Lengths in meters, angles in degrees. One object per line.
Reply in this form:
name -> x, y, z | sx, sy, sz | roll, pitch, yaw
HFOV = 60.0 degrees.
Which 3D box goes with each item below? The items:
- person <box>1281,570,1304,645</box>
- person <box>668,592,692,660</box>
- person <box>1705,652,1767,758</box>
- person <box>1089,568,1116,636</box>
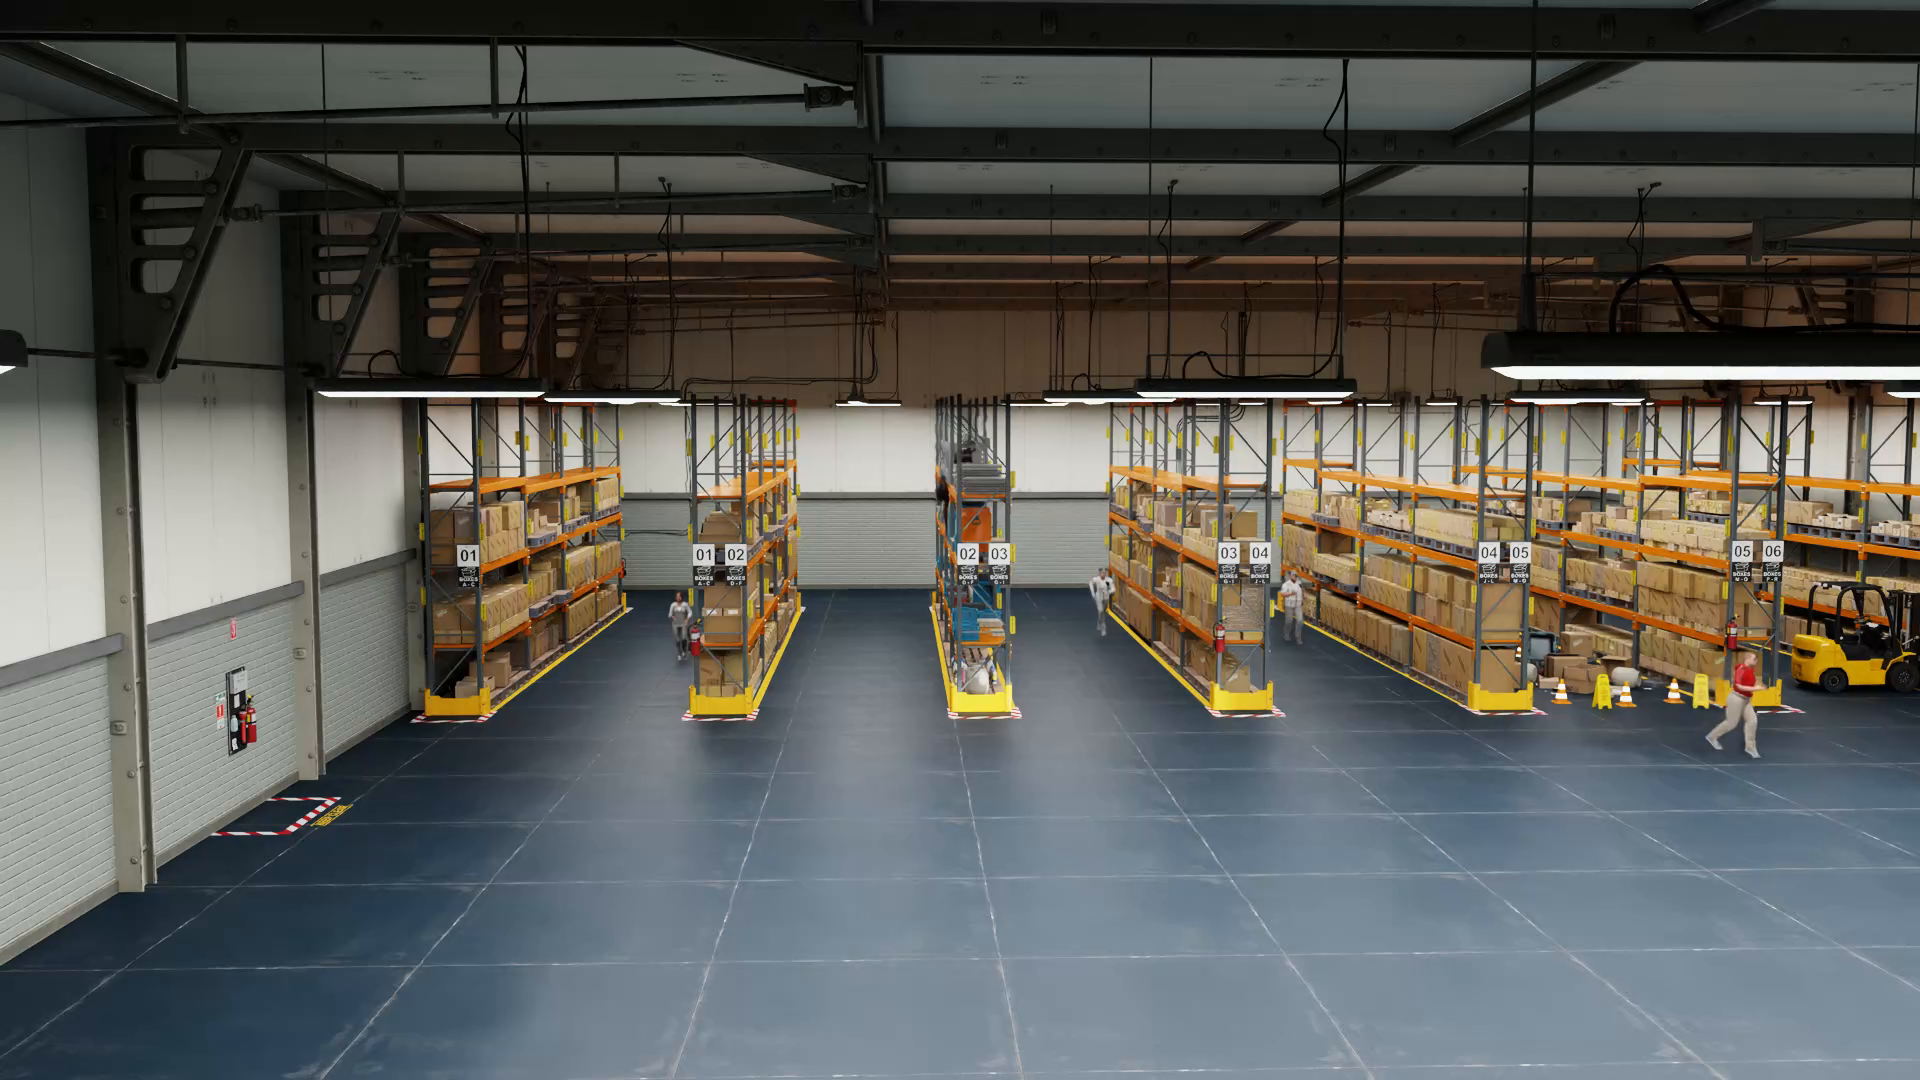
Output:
person -> 8.146, 1.636, 40.662 | 0.642, 1.840, 0.762 | -1, 5, -8
person -> -6.345, 1.966, 37.677 | 0.521, 1.561, 0.570 | 0, 5, -5
person -> 12.877, 2.729, 27.562 | 0.952, 1.791, 0.677 | 4, 6, 43
person -> 3.514, 1.481, 41.031 | 0.617, 1.657, 1.005 | 0, 5, -6
